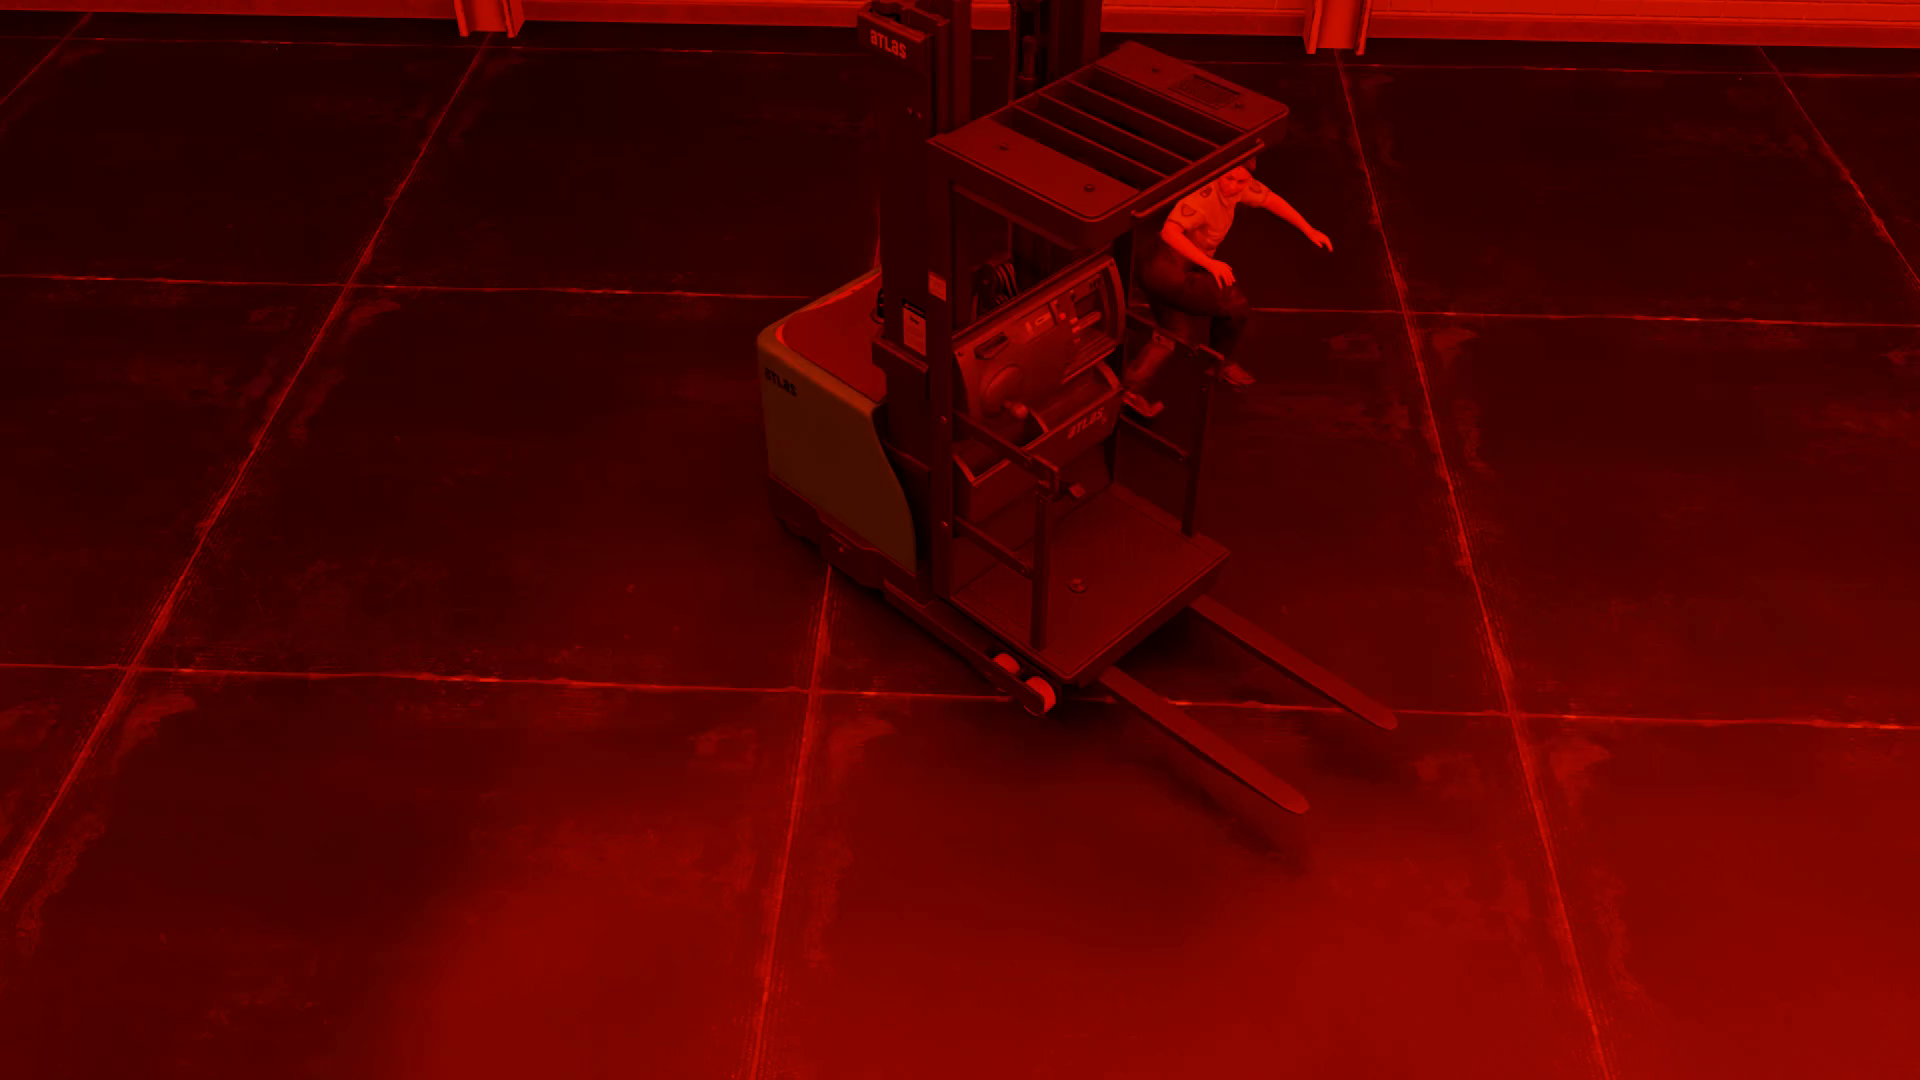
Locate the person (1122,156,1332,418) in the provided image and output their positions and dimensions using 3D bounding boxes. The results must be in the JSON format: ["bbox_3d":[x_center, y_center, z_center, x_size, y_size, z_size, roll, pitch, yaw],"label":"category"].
[{"bbox_3d":[1.312,-1.248,8.275,1.081,1.432,0.836,0,42,0],"label":"person"}]

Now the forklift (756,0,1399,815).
[{"bbox_3d":[0.481,-0.734,6.546,3.031,2.935,1.130,34,52,31],"label":"forklift"}]
